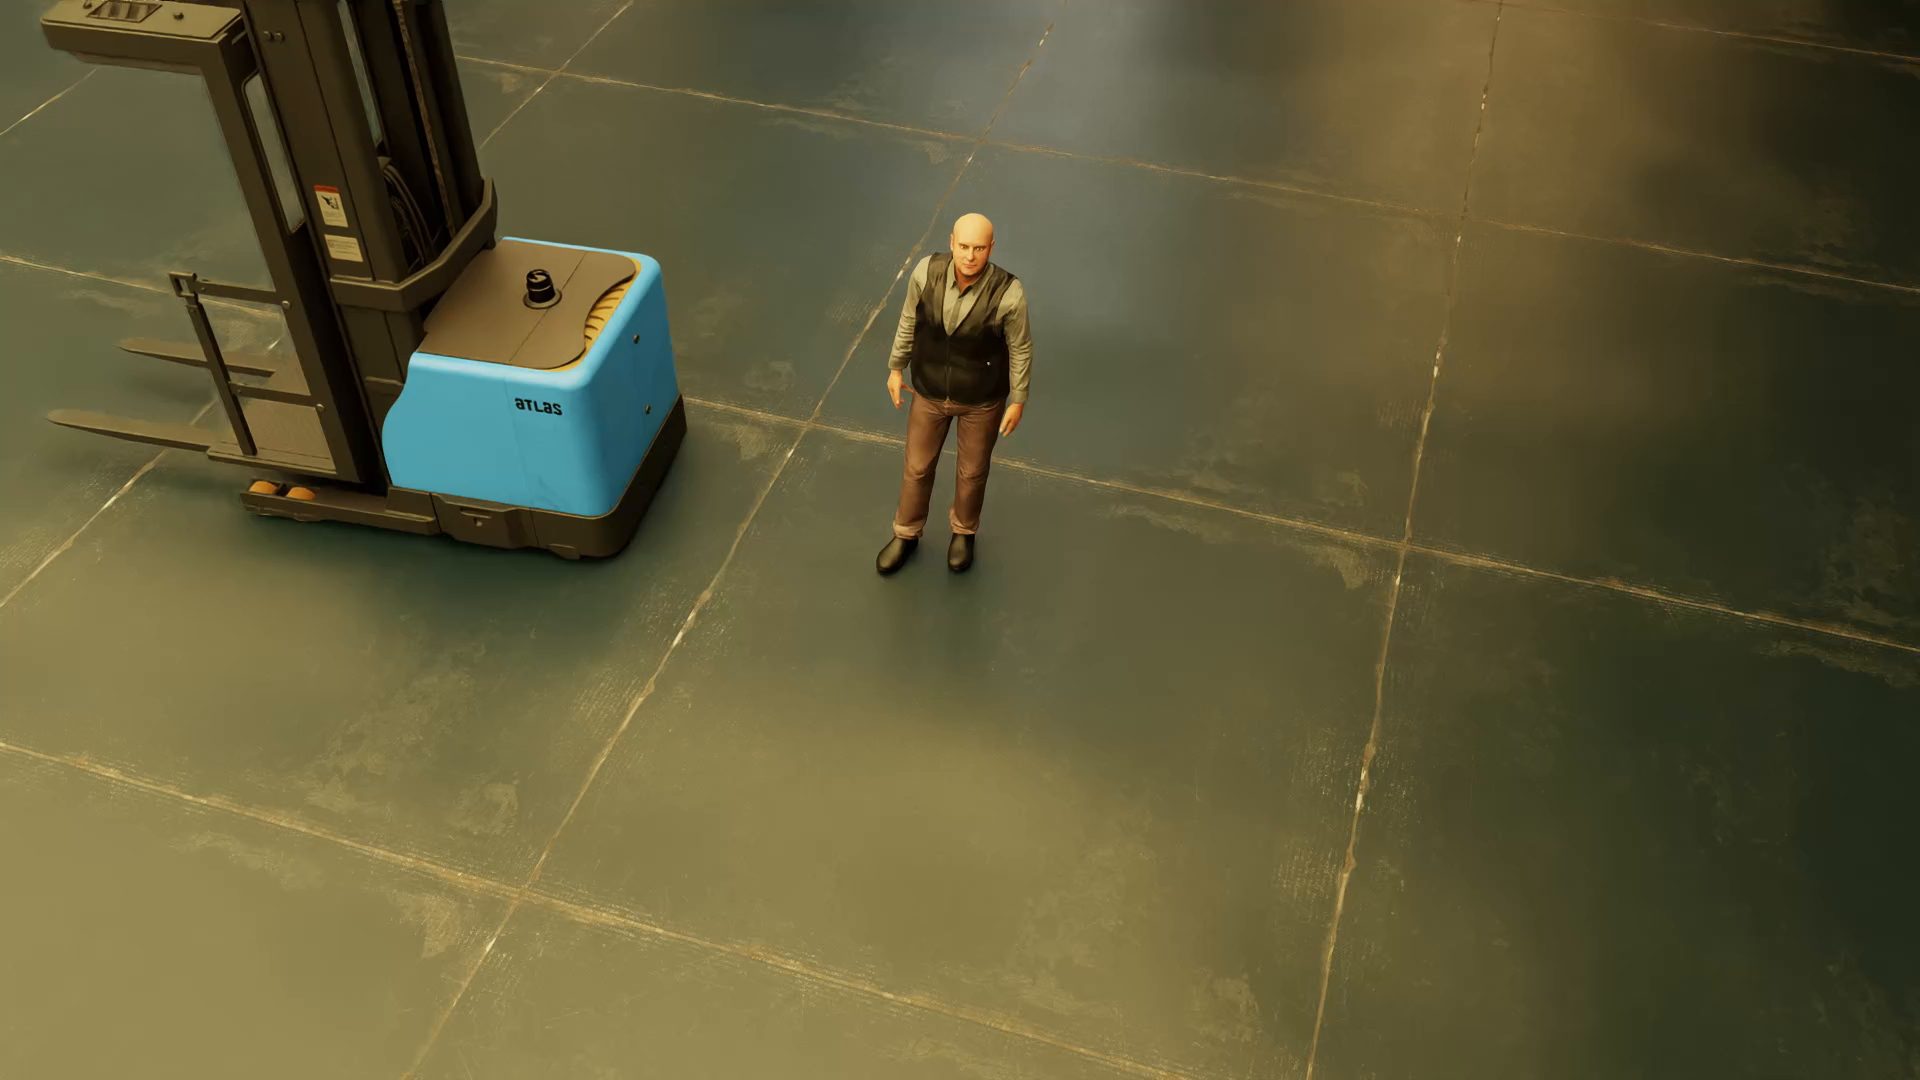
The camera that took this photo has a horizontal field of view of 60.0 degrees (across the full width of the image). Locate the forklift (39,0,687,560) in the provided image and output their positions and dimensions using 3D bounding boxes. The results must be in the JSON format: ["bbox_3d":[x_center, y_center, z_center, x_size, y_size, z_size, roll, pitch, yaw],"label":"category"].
[{"bbox_3d":[-2.939,-1.503,7.305,3.031,2.935,1.130,9,44,9],"label":"forklift"}]

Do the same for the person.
[{"bbox_3d":[-0.026,-0.596,7.207,0.634,1.722,0.566,12,44,13],"label":"person"}]
